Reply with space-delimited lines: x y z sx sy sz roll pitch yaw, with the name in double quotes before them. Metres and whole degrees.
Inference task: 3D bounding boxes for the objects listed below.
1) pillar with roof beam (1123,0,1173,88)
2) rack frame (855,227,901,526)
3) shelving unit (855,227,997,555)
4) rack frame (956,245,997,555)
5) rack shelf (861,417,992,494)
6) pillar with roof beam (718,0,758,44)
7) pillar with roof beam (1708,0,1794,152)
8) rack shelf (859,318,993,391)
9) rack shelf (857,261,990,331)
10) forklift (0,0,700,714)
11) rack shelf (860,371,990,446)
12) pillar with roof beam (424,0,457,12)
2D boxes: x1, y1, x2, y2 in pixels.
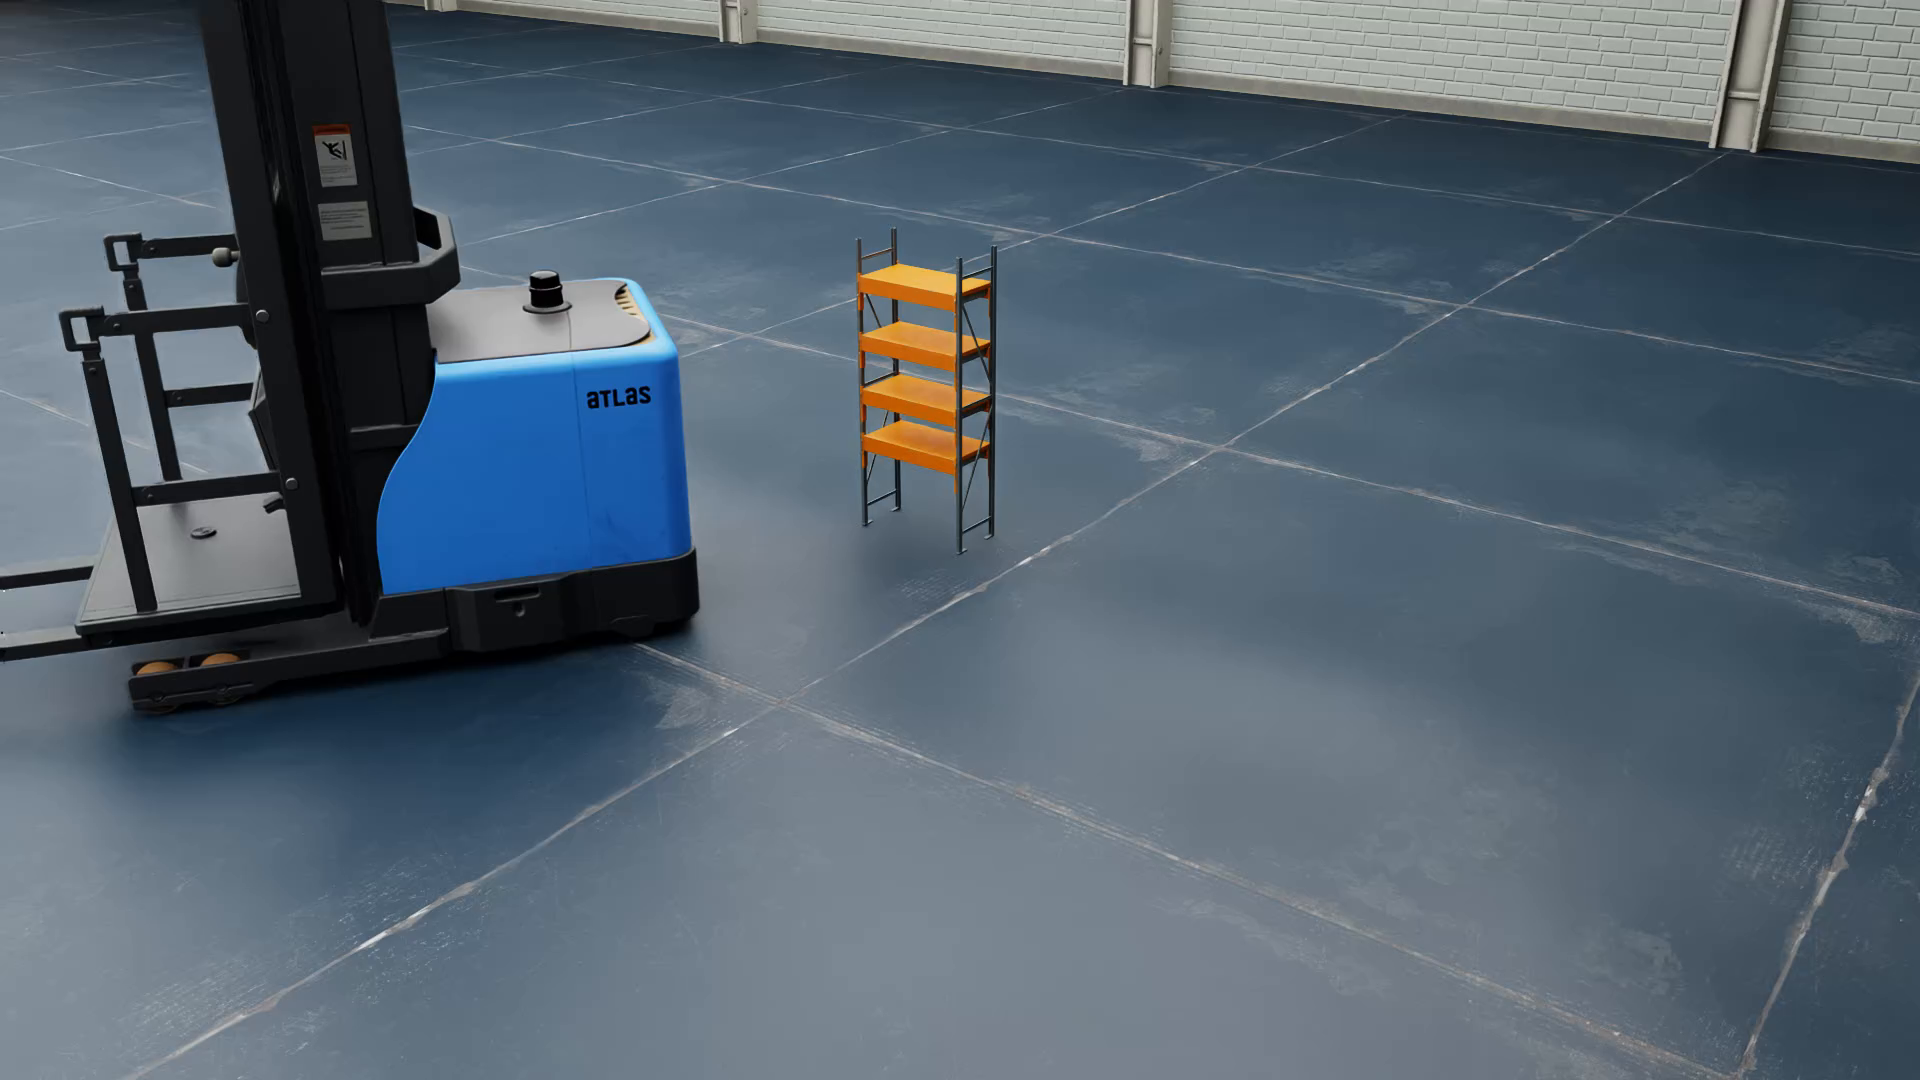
"pillar with roof beam" -0.587 -7.616 12.874 0.400 9.000 9.100 17 29 33
"rack frame" -0.328 -0.648 6.733 0.015 1.200 0.240 17 29 33
"shelving unit" -0.132 -0.589 6.599 0.503 1.200 0.258 17 29 33
"rack frame" 0.063 -0.530 6.465 0.015 1.200 0.240 17 29 33
"rack shelf" -0.132 -0.346 6.706 0.480 0.148 0.258 17 29 33
"pillar with roof beam" -5.388 -9.067 16.167 0.400 9.000 9.100 17 29 33
"pillar with roof beam" 4.214 -6.165 9.581 0.400 9.000 9.100 17 29 33
"rack shelf" -0.132 -0.732 6.536 0.480 0.148 0.258 17 29 33
"rack shelf" -0.132 -0.949 6.440 0.480 0.148 0.258 17 29 33
"forklift" -2.516 -1.010 5.407 3.031 2.935 1.130 -8 25 -17
"rack shelf" -0.132 -0.528 6.626 0.480 0.148 0.258 17 29 33
"pillar with roof beam" -10.189 -10.517 19.460 0.400 9.000 9.100 17 29 33
